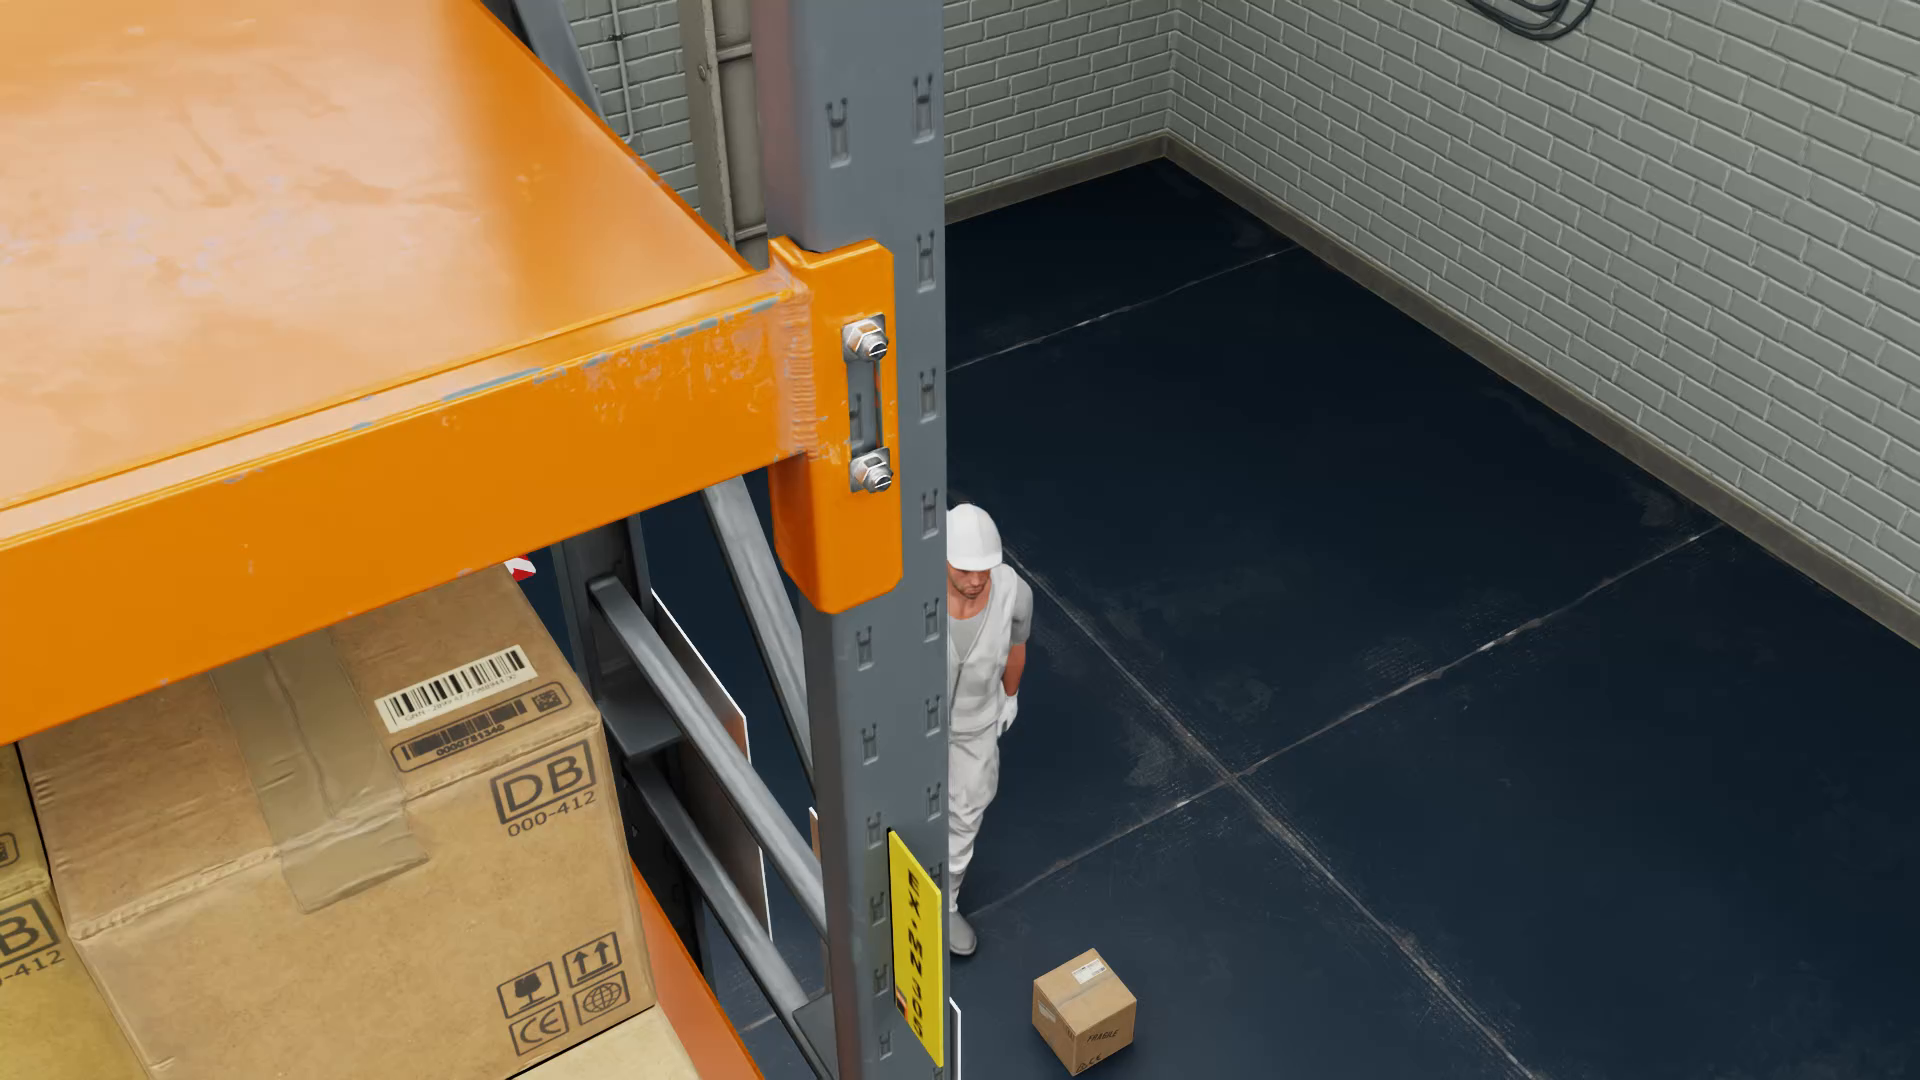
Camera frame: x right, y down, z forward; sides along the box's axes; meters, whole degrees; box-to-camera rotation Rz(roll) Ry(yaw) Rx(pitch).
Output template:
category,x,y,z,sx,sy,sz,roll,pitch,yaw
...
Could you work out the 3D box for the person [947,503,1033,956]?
category,x,y,z,sx,sy,sz,roll,pitch,yaw
person,-0.067,0.545,5.704,0.620,1.767,0.919,-4,41,-5
